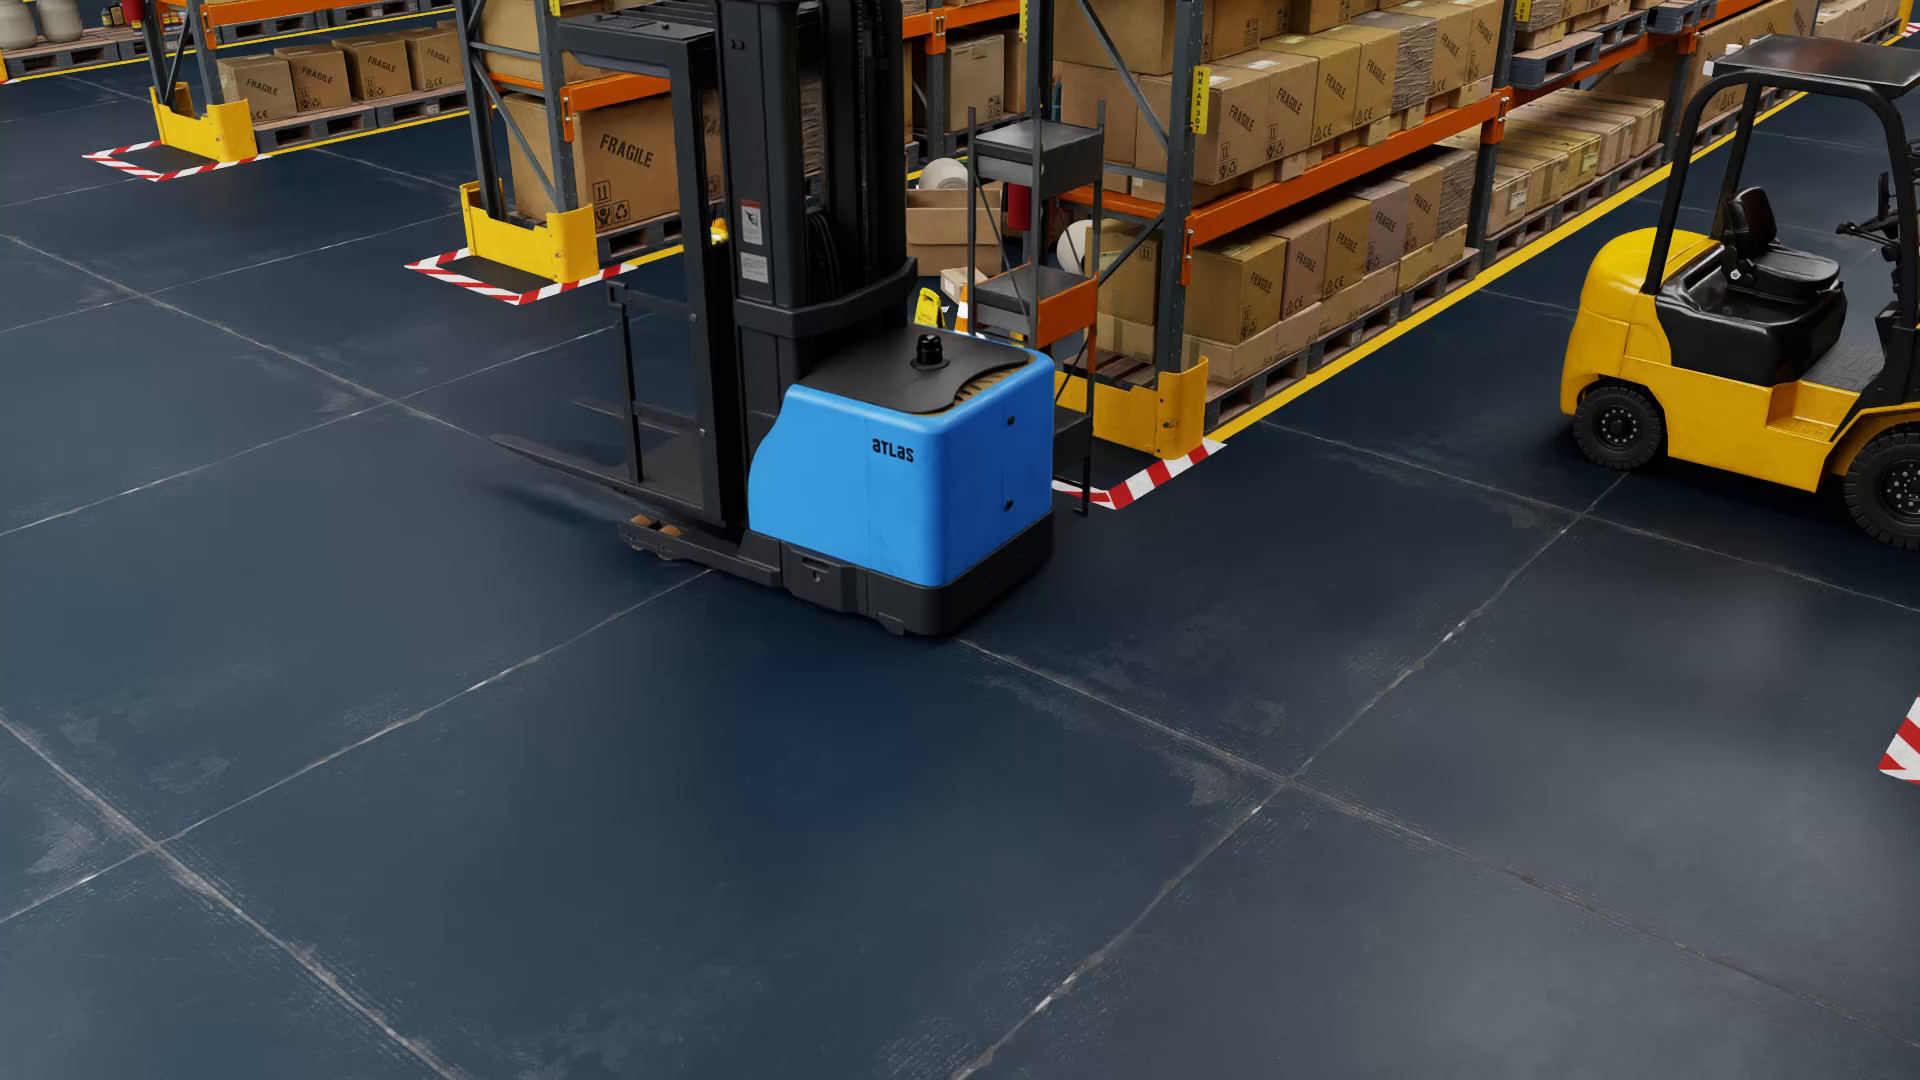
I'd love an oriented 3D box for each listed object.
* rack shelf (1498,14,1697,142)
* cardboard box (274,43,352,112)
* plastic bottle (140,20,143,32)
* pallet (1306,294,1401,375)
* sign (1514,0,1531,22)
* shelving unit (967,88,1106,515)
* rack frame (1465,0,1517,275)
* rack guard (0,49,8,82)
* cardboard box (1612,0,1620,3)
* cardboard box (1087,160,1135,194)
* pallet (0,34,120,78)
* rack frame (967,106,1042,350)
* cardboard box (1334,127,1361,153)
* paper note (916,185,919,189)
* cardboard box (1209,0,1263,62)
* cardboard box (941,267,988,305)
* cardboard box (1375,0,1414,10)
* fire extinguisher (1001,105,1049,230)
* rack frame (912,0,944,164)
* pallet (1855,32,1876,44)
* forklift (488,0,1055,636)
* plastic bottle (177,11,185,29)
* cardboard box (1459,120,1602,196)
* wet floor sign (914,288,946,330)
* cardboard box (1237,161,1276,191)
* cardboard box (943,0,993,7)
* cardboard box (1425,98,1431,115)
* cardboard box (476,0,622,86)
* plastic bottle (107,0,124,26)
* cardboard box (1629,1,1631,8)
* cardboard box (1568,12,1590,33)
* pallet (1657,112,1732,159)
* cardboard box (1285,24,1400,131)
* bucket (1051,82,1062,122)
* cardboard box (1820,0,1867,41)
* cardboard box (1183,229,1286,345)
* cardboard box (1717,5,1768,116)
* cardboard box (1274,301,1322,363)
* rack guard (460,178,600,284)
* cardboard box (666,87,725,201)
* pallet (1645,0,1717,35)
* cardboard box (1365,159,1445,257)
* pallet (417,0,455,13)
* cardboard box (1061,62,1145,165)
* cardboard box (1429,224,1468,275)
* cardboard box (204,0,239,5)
[{"bbox_3d":[4.589,-3.770,13.056,1.077,0.370,4.000,21,34,34],"label":"rack shelf"},{"bbox_3d":[-6.110,-4.373,15.703,0.500,0.500,0.500,-18,32,-31],"label":"cardboard box"},{"bbox_3d":[-9.236,-5.847,18.855,0.097,0.201,0.097,0,27,0],"label":"plastic bottle"},{"bbox_3d":[2.141,-1.459,10.841,1.003,0.211,1.213,21,34,34],"label":"pallet"},{"bbox_3d":[3.741,-3.609,11.020,0.100,0.325,0.005,21,34,34],"label":"sign"},{"bbox_3d":[0.349,-1.031,7.958,0.431,2.100,0.503,20,34,34],"label":"shelving unit"},{"bbox_3d":[3.317,-3.381,11.520,1.000,3.000,0.127,21,34,34],"label":"rack frame"},{"bbox_3d":[-10.684,-5.237,17.829,1.175,0.500,0.348,21,34,34],"label":"rack guard"},{"bbox_3d":[4.798,-4.360,12.524,0.500,0.500,0.500,19,33,32],"label":"cardboard box"},{"bbox_3d":[0.846,-2.046,9.214,0.380,0.149,0.250,22,35,36],"label":"cardboard box"},{"bbox_3d":[-10.163,-5.395,18.449,1.003,0.211,1.213,21,34,34],"label":"pallet"},{"bbox_3d":[0.195,-0.944,7.789,0.400,2.100,0.015,20,34,34],"label":"rack frame"},{"bbox_3d":[2.177,-2.449,9.993,0.380,0.149,0.250,20,33,33],"label":"cardboard box"},{"bbox_3d":[-0.296,-2.970,13.957,0.147,0.020,0.142,0,27,0],"label":"paper note"},{"bbox_3d":[1.257,-3.005,9.274,0.700,0.500,0.500,21,34,35],"label":"cardboard box"},{"bbox_3d":[0.047,-1.751,11.473,0.250,0.149,0.380,-10,29,-18],"label":"cardboard box"},{"bbox_3d":[2.528,-3.734,10.682,0.700,0.500,0.500,21,34,35],"label":"cardboard box"},{"bbox_3d":[0.344,-2.022,8.978,0.296,0.674,0.183,21,34,34],"label":"fire extinguisher"},{"bbox_3d":[-0.567,-4.791,14.247,1.000,3.000,0.127,21,34,34],"label":"rack frame"},{"bbox_3d":[9.725,-5.660,18.961,1.003,0.211,1.213,21,34,34],"label":"pallet"},{"bbox_3d":[-1.061,-1.386,7.739,3.031,2.935,1.130,17,32,30],"label":"forklift"},{"bbox_3d":[-8.958,-6.003,19.155,0.097,0.201,0.097,0,27,0],"label":"plastic bottle"},{"bbox_3d":[4.544,-3.090,13.360,0.950,0.372,0.625,22,35,36],"label":"cardboard box"},{"bbox_3d":[-0.174,-1.162,9.794,0.232,0.644,0.267,-15,31,-27],"label":"wet floor sign"},{"bbox_3d":[1.530,-2.075,9.269,0.380,0.149,0.250,20,33,33],"label":"cardboard box"},{"bbox_3d":[-0.025,-4.944,14.433,0.500,0.500,0.500,21,34,35],"label":"cardboard box"},{"bbox_3d":[2.799,-2.822,10.713,0.380,0.149,0.250,20,34,34],"label":"cardboard box"},{"bbox_3d":[-2.910,-3.585,11.751,0.875,0.550,0.550,21,34,34],"label":"cardboard box"},{"bbox_3d":[-9.806,-6.121,19.295,0.061,0.283,0.133,22,34,36],"label":"plastic bottle"},{"bbox_3d":[5.006,-4.229,12.977,0.380,0.149,0.250,21,34,35],"label":"cardboard box"},{"bbox_3d":[4.395,-3.847,12.238,0.380,0.149,0.250,21,34,35],"label":"cardboard box"},{"bbox_3d":[6.421,-3.818,15.400,1.003,0.211,1.213,21,34,34],"label":"pallet"},{"bbox_3d":[2.255,-2.774,9.915,0.500,0.500,0.500,20,33,33],"label":"cardboard box"},{"bbox_3d":[1.126,-3.291,13.255,0.620,0.611,0.726,-5,26,-32],"label":"bucket"},{"bbox_3d":[9.457,-5.774,18.479,0.875,0.438,0.875,20,33,33],"label":"cardboard box"},{"bbox_3d":[1.514,-1.474,9.555,0.500,0.500,0.500,19,33,33],"label":"cardboard box"},{"bbox_3d":[6.935,-4.577,15.689,0.875,0.875,0.875,21,34,35],"label":"cardboard box"},{"bbox_3d":[1.830,-1.312,10.056,0.500,0.250,0.500,22,35,36],"label":"cardboard box"},{"bbox_3d":[-3.126,-2.254,12.064,1.175,0.500,0.348,21,34,34],"label":"rack guard"},{"bbox_3d":[-2.173,-3.188,13.004,0.875,0.875,0.875,20,34,34],"label":"cardboard box"},{"bbox_3d":[5.490,-4.430,13.757,1.213,0.211,1.003,21,34,34],"label":"pallet"},{"bbox_3d":[2.826,-2.210,10.976,0.500,0.500,0.500,21,34,35],"label":"cardboard box"},{"bbox_3d":[-6.906,-7.210,21.958,1.003,0.211,1.213,21,34,34],"label":"pallet"},{"bbox_3d":[0.905,-2.412,9.215,0.500,0.500,0.500,20,33,34],"label":"cardboard box"},{"bbox_3d":[3.148,-2.058,11.498,0.500,0.250,0.500,23,35,37],"label":"cardboard box"},{"bbox_3d":[-6.509,-4.778,14.496,0.380,0.149,0.250,21,34,34],"label":"cardboard box"}]
